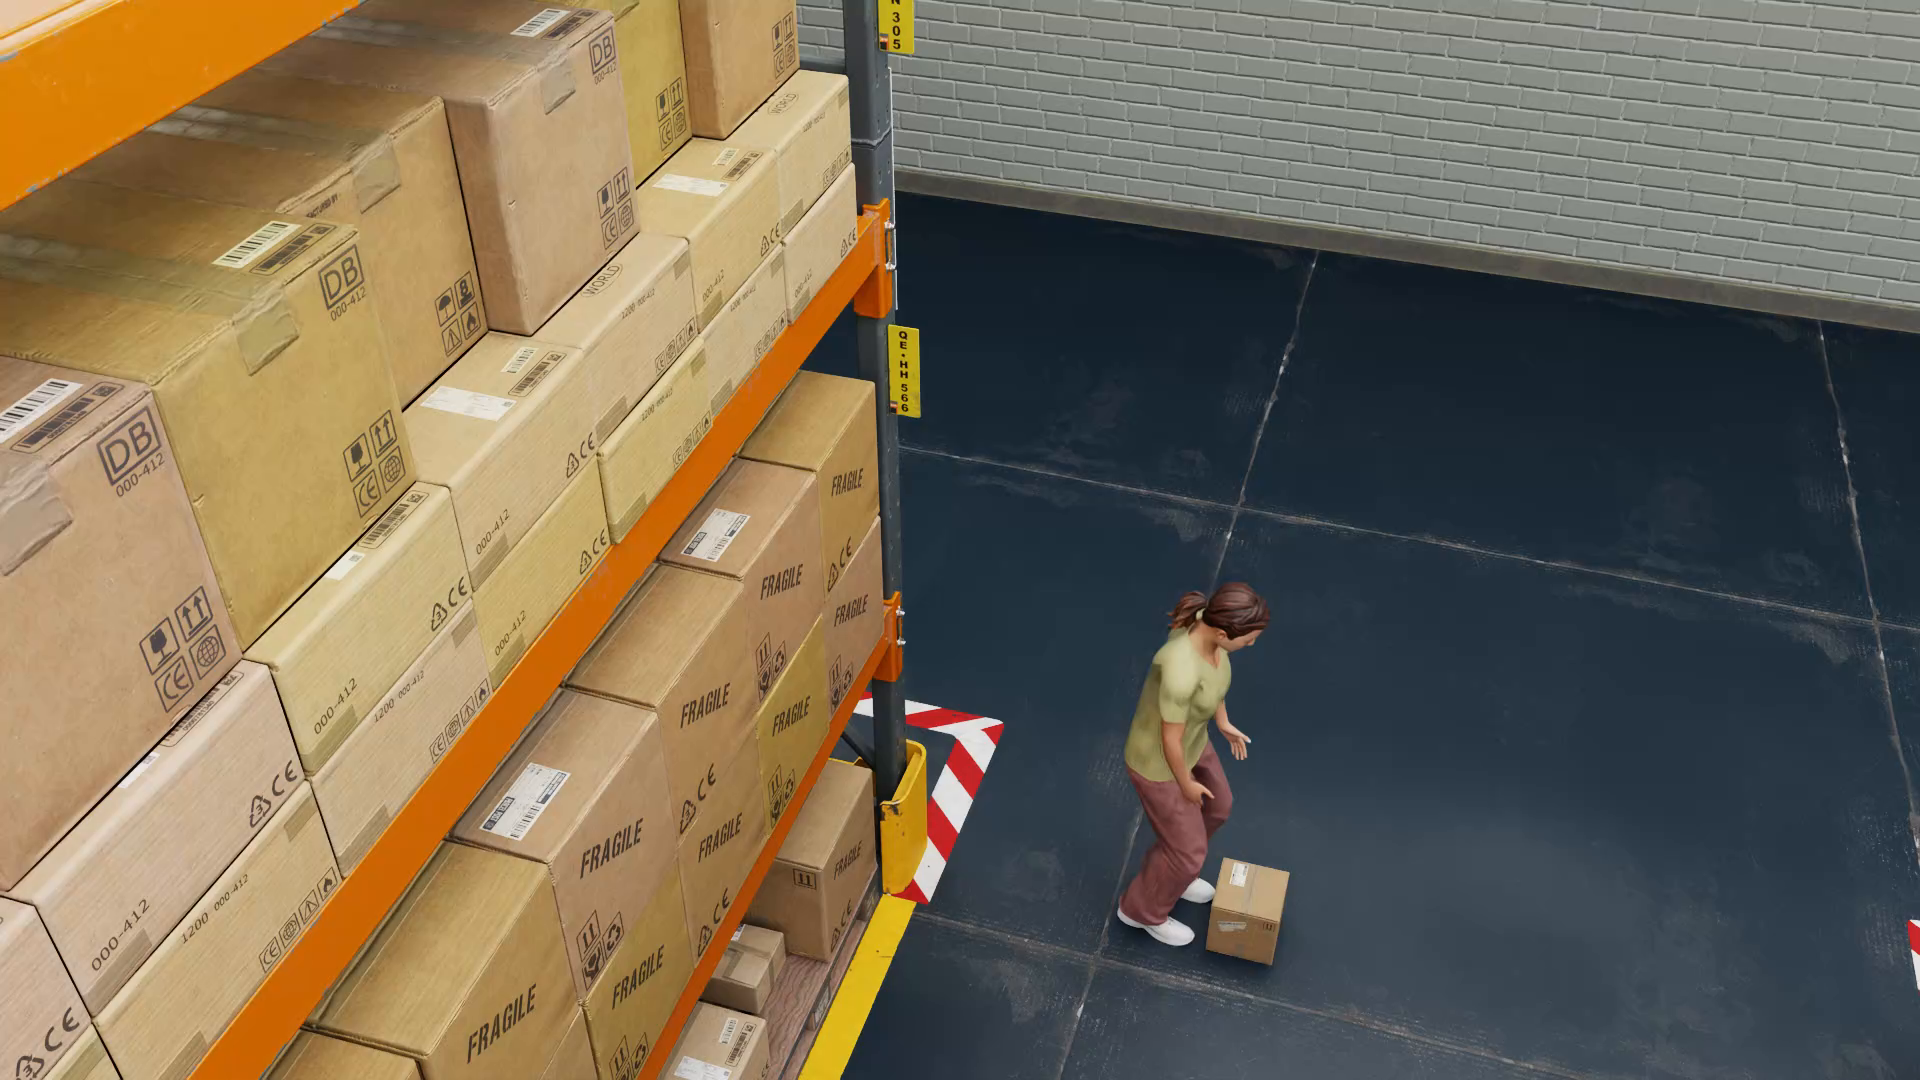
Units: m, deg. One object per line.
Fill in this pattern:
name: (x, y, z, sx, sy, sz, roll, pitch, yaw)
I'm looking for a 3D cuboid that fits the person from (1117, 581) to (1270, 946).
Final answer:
person: (0.821, 0.766, 5.949, 0.426, 1.604, 0.478, 17, 40, 21)
